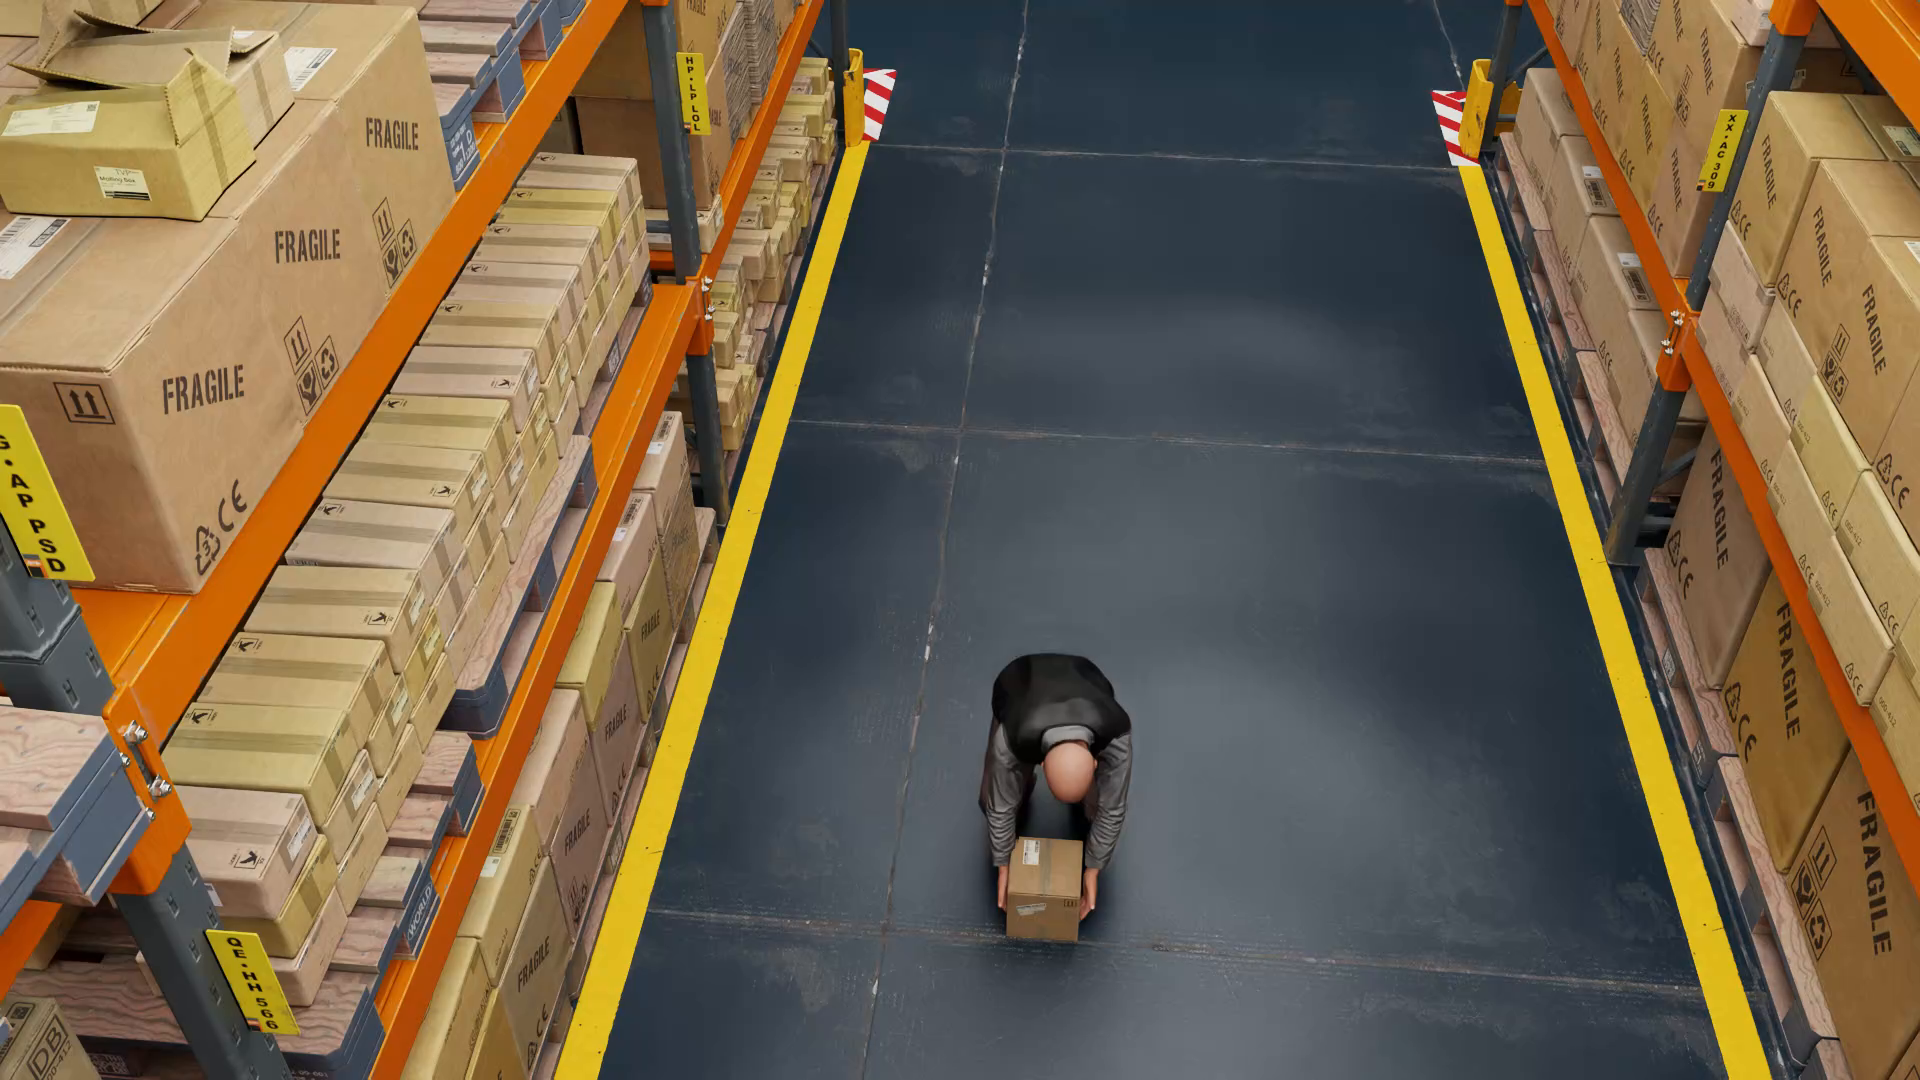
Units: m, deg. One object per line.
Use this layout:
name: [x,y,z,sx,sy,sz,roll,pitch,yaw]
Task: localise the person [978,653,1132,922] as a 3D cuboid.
person: [0.338,0.789,5.924,0.530,0.840,0.875,3,40,4]
